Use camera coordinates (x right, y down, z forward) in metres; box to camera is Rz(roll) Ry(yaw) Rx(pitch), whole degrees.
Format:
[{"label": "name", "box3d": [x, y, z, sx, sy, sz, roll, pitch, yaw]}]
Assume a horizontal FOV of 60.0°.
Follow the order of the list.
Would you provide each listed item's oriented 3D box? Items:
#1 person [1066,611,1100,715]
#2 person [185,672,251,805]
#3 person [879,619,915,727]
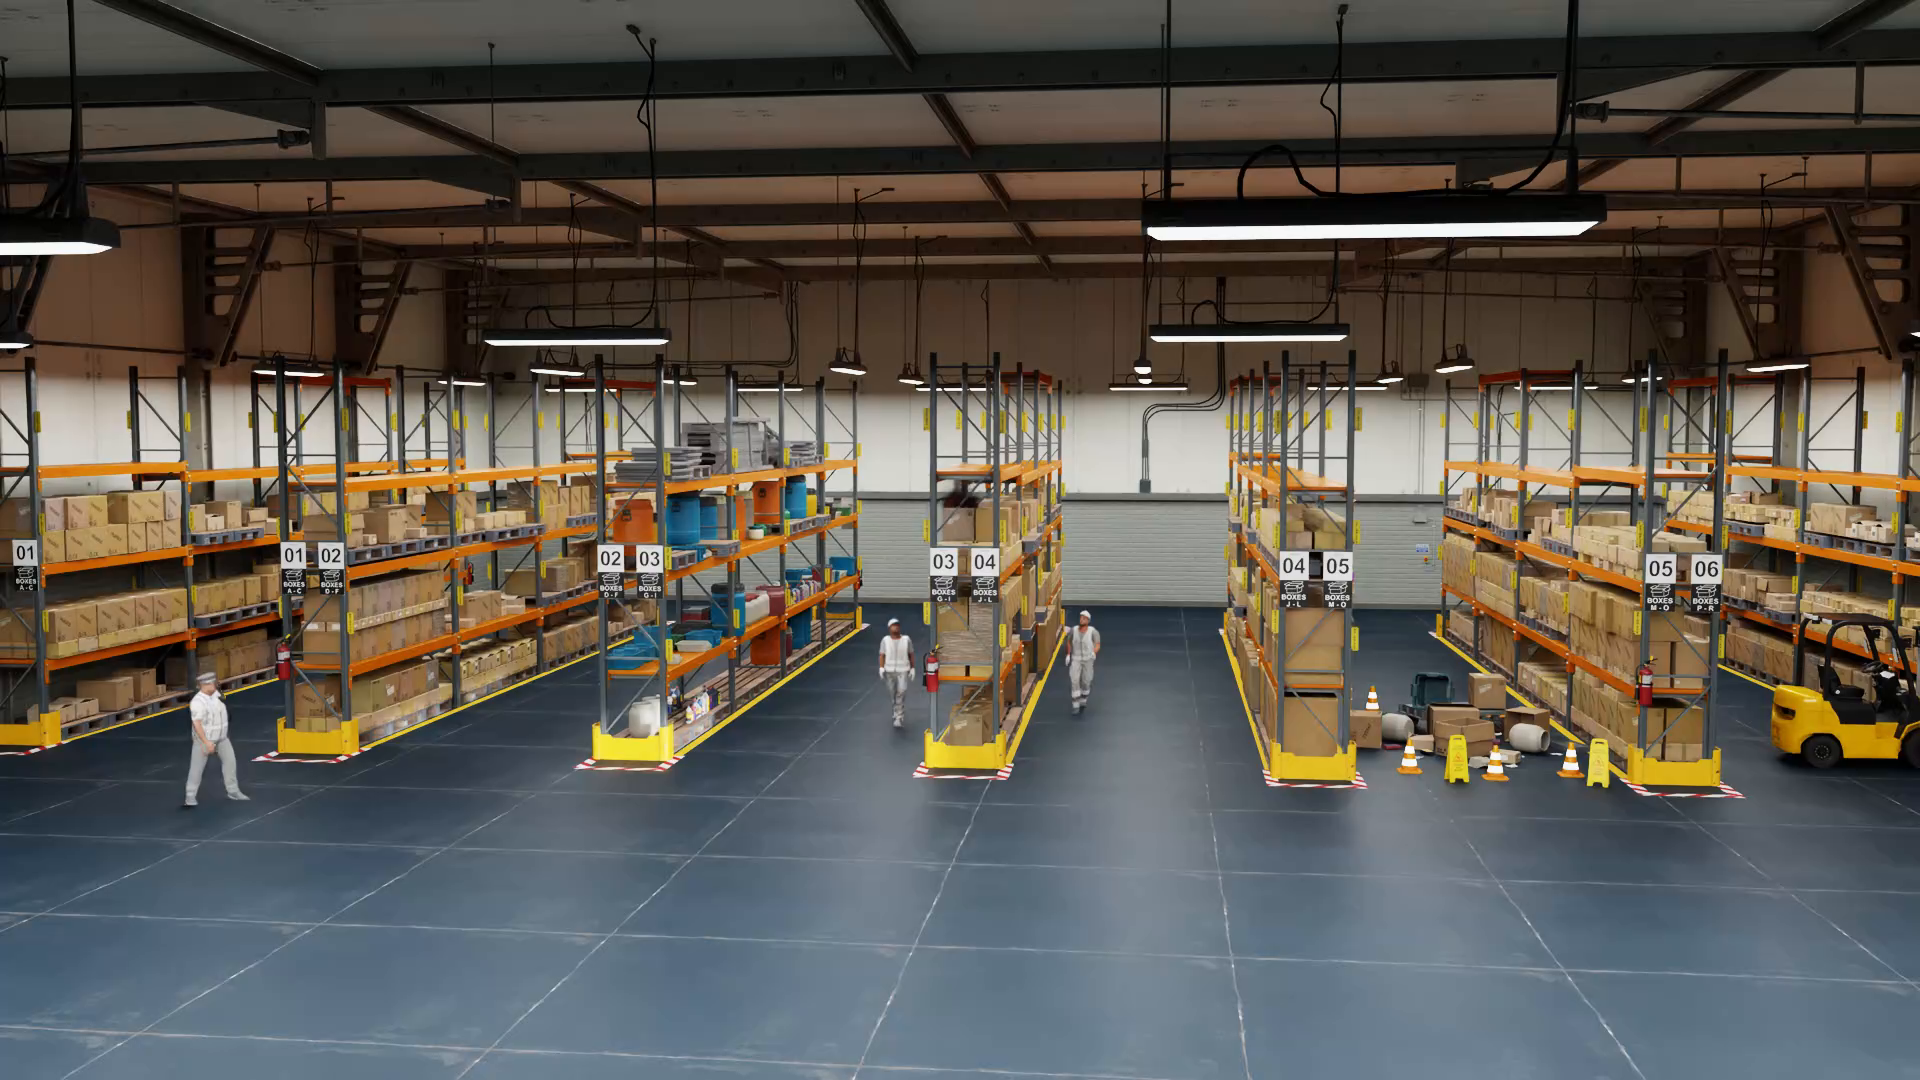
[{"label": "person", "box3d": [2.123, 2.130, 28.823, 0.611, 1.812, 0.870, 1, 4, 7]}, {"label": "person", "box3d": [-9.822, 2.602, 21.856, 0.634, 1.774, 0.698, 2, 4, 24]}, {"label": "person", "box3d": [-1.058, 2.173, 27.532, 0.583, 1.701, 1.043, 1, 4, 10]}]
